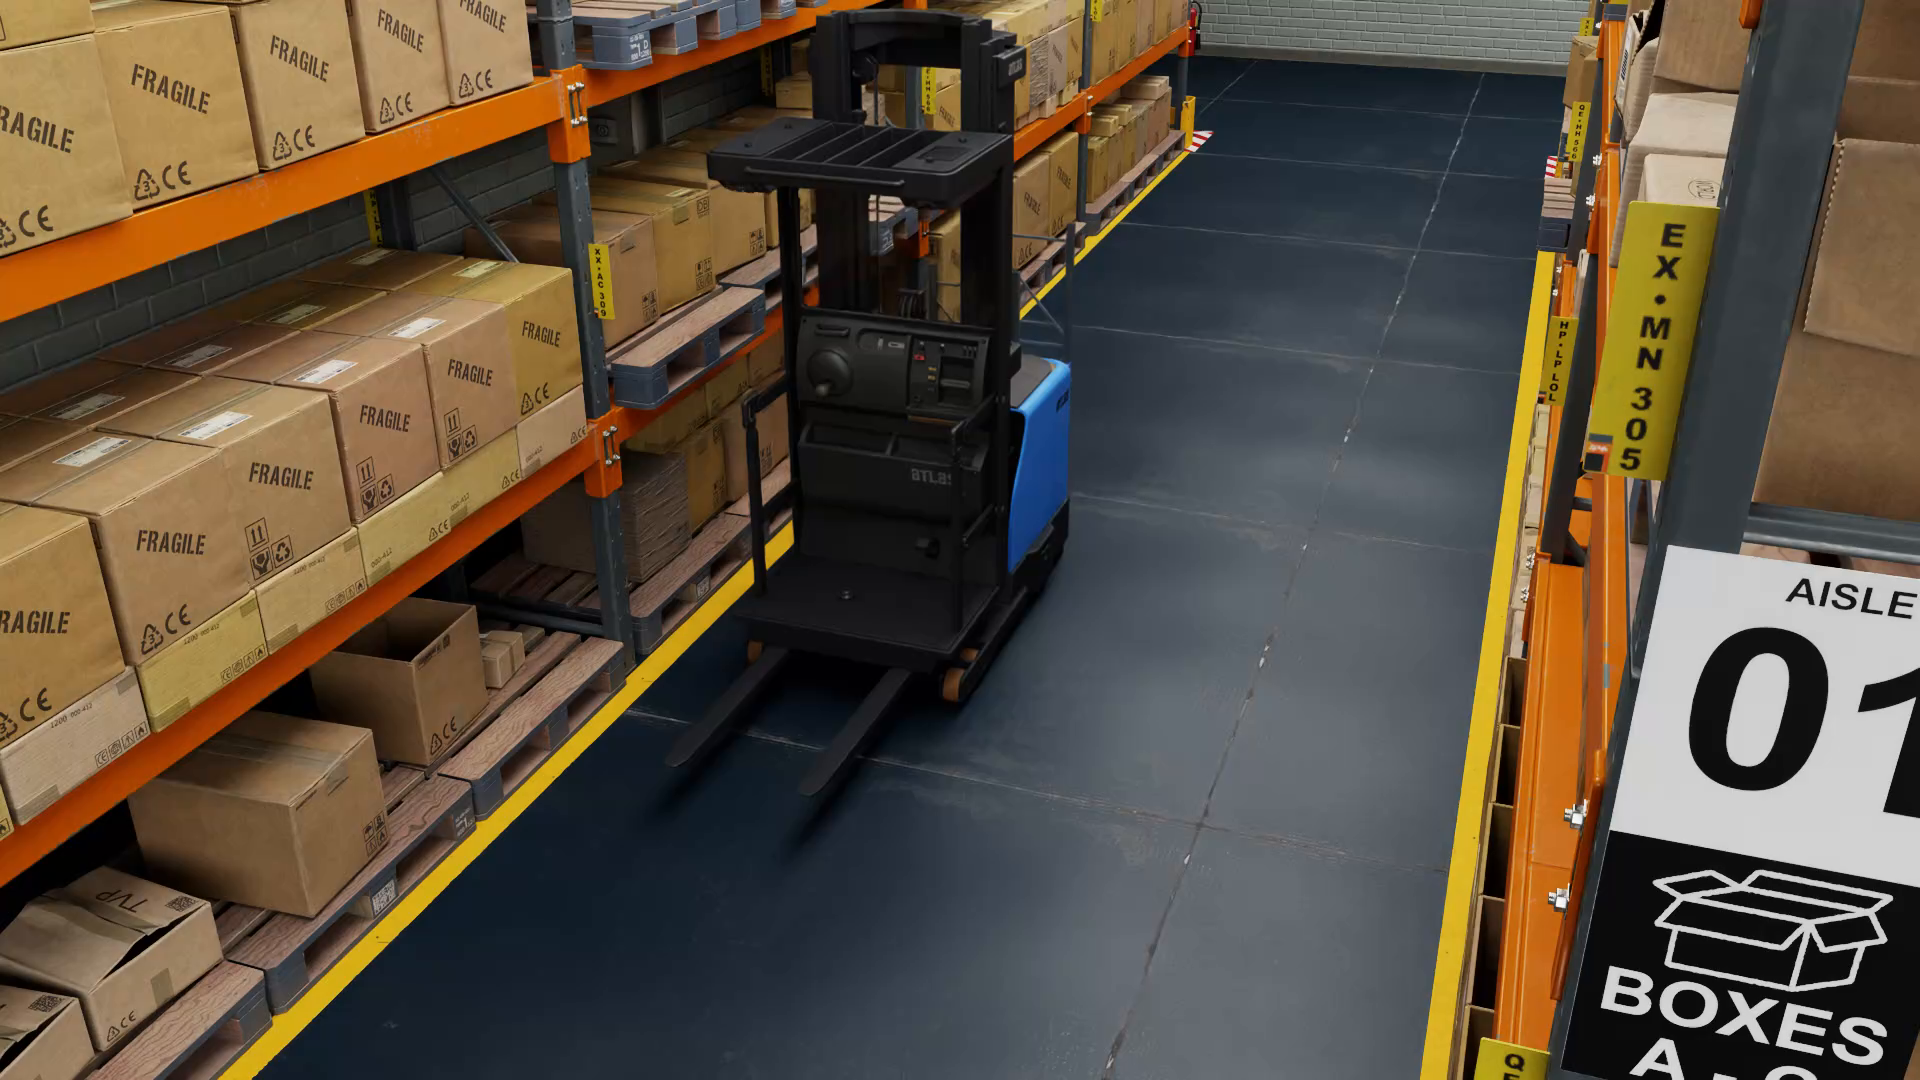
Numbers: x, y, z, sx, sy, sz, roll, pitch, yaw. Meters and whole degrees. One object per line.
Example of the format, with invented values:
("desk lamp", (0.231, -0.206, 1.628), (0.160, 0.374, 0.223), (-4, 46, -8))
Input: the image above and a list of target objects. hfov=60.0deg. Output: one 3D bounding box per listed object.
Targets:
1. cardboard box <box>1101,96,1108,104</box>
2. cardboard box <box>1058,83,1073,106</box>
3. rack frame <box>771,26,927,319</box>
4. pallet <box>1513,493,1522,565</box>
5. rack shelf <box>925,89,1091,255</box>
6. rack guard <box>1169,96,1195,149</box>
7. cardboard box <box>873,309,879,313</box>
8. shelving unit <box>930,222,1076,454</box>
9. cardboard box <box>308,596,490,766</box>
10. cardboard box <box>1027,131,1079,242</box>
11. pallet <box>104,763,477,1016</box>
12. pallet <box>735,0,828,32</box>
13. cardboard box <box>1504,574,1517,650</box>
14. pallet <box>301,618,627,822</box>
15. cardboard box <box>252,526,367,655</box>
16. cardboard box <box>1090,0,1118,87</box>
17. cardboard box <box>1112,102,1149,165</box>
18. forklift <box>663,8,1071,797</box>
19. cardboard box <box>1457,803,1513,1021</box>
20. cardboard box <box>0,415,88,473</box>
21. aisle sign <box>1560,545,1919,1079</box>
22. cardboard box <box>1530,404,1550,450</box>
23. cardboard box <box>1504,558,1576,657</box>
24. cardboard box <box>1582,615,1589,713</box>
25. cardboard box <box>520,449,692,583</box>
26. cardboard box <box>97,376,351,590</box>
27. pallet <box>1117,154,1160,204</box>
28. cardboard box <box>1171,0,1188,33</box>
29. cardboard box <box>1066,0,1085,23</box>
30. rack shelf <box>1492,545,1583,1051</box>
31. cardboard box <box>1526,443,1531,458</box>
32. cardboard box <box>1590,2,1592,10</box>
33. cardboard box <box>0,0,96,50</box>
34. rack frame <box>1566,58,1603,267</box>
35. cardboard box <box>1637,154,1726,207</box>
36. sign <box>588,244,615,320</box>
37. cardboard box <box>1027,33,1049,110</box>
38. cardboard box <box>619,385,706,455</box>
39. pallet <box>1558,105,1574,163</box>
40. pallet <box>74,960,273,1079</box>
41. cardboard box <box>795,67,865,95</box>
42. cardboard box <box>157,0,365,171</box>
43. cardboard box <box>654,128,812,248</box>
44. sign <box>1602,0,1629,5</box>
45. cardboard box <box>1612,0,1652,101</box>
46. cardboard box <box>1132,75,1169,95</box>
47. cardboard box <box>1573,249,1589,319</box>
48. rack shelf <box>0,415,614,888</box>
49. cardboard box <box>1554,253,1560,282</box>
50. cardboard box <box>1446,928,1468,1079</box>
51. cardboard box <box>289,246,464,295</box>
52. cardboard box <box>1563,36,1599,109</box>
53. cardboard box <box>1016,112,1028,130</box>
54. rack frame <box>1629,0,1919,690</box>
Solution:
("cardboard box", (1.243, -4.330, 16.393), (0.380, 0.149, 0.250), (9, 27, 18))
("cardboard box", (0.710, -3.682, 13.678), (0.380, 0.149, 0.250), (9, 27, 18))
("rack frame", (-0.714, -2.429, 10.825), (1.000, 3.000, 0.127), (9, 27, 17))
("pallet", (3.648, -0.125, 9.265), (1.003, 0.211, 1.213), (9, 27, 17))
("rack shelf", (-0.048, -2.927, 12.680), (1.077, 0.370, 4.000), (9, 27, 17))
("rack guard", (1.957, -4.602, 18.180), (1.175, 0.500, 0.348), (9, 27, 17))
("cardboard box", (-0.904, -1.199, 10.647), (0.700, 0.500, 0.500), (9, 27, 18))
("shelving unit", (0.252, -0.974, 9.540), (0.538, 1.500, 1.048), (9, 27, 18))
("cardboard box", (-2.352, 0.574, 6.986), (0.500, 0.500, 0.500), (7, 27, 14))
("cardboard box", (0.524, -3.009, 14.007), (0.750, 0.750, 0.750), (9, 27, 18))
("pallet", (-2.639, 1.254, 6.418), (1.003, 0.211, 1.213), (9, 27, 17))
("pallet", (-1.397, -2.716, 8.191), (1.213, 0.211, 1.003), (9, 27, 17))
("cardboard box", (2.832, 0.350, 7.759), (0.500, 0.250, 0.500), (9, 27, 19))
("pallet", (-2.235, 0.751, 7.457), (1.003, 0.211, 1.213), (9, 27, 17))
("cardboard box", (-2.409, 0.131, 5.687), (0.500, 0.250, 0.500), (9, 27, 18))
("cardboard box", (0.813, -4.429, 14.611), (0.980, 0.700, 0.700), (9, 27, 18))
("cardboard box", (1.477, -4.066, 16.593), (0.700, 0.500, 0.500), (8, 27, 16))
("forklift", (-0.388, -0.767, 7.471), (1.130, 2.935, 3.031), (9, 27, 18))
("cardboard box", (1.846, 1.198, 5.145), (0.500, 0.500, 0.500), (9, 27, 17))
("cardboard box", (-3.075, -0.064, 5.228), (0.500, 0.500, 0.500), (8, 27, 16))
("aisle sign", (0.998, 0.389, 2.020), (0.394, 0.787, 0.004), (9, 27, 17))
("cardboard box", (3.341, -0.527, 8.925), (0.500, 0.311, 0.500), (8, 27, 16))
("cardboard box", (2.659, 0.305, 7.208), (0.500, 0.311, 0.500), (10, 27, 19))
("cardboard box", (2.317, 0.287, 5.100), (0.700, 0.500, 0.500), (8, 27, 17))
("cardboard box", (-1.815, -0.163, 8.509), (0.700, 0.500, 0.500), (10, 27, 19))
("cardboard box", (-2.421, -0.200, 5.510), (0.500, 0.500, 0.500), (10, 27, 19))
("pallet", (1.349, -3.622, 16.489), (1.003, 0.211, 1.213), (9, 27, 17))
("cardboard box", (1.788, -5.641, 17.114), (0.980, 0.700, 0.700), (10, 28, 20))
("cardboard box", (0.703, -4.369, 13.493), (0.500, 0.250, 0.500), (9, 27, 19))
("rack shelf", (1.962, 1.077, 4.409), (1.077, 0.370, 4.000), (9, 27, 17))
("cardboard box", (3.508, -0.491, 9.496), (0.500, 0.250, 0.500), (9, 27, 17))
("cardboard box", (5.887, -4.930, 14.728), (0.500, 0.500, 0.500), (9, 27, 18))
("cardboard box", (-2.644, -1.530, 4.241), (0.500, 0.500, 0.500), (10, 27, 19))
("rack frame", (3.959, -1.712, 9.345), (1.000, 3.000, 0.127), (9, 27, 17))
("cardboard box", (1.431, -0.471, 2.868), (0.500, 0.250, 0.500), (9, 27, 17))
("sign", (-1.530, -1.100, 7.086), (0.100, 0.325, 0.005), (9, 27, 17))
("cardboard box", (0.366, -3.618, 12.802), (0.500, 0.500, 0.500), (9, 27, 18))
("cardboard box", (-1.672, -0.682, 8.720), (0.500, 0.250, 0.500), (8, 27, 16))
("pallet", (4.921, -2.957, 12.136), (1.003, 0.211, 1.213), (9, 27, 17))
("pallet", (-3.047, 1.753, 5.386), (1.003, 0.211, 1.213), (9, 27, 17))
("cardboard box", (-0.800, -2.818, 10.265), (0.380, 0.149, 0.250), (5, 26, 11))
("cardboard box", (-2.309, -1.507, 5.341), (0.500, 0.500, 0.500), (8, 27, 15))
("cardboard box", (-1.254, -1.962, 9.242), (0.700, 0.500, 0.500), (9, 27, 17))
("sign", (2.113, -1.868, 5.269), (0.100, 0.325, 0.005), (9, 27, 17))
("cardboard box", (2.212, -1.547, 4.804), (0.500, 0.500, 0.500), (11, 28, 22))
("cardboard box", (1.939, -4.691, 17.140), (0.380, 0.149, 0.250), (8, 27, 17))
("cardboard box", (3.479, -1.333, 8.663), (0.500, 0.311, 0.500), (8, 27, 17))
("rack shelf", (-2.710, 0.360, 5.890), (1.077, 0.370, 4.000), (9, 27, 17))
("cardboard box", (4.899, -2.266, 12.851), (0.500, 0.500, 0.500), (8, 27, 15))
("cardboard box", (1.845, 1.536, 5.309), (0.500, 0.250, 0.500), (9, 27, 17))
("cardboard box", (-2.398, -0.902, 6.959), (0.500, 0.500, 0.500), (8, 27, 16))
("cardboard box", (4.921, -3.428, 12.291), (0.700, 0.500, 0.500), (0, 26, 0))
("cardboard box", (0.308, -3.273, 12.834), (0.380, 0.149, 0.250), (8, 27, 16))
("rack frame", (1.297, -1.125, 1.247), (1.000, 3.000, 0.127), (9, 27, 17))
